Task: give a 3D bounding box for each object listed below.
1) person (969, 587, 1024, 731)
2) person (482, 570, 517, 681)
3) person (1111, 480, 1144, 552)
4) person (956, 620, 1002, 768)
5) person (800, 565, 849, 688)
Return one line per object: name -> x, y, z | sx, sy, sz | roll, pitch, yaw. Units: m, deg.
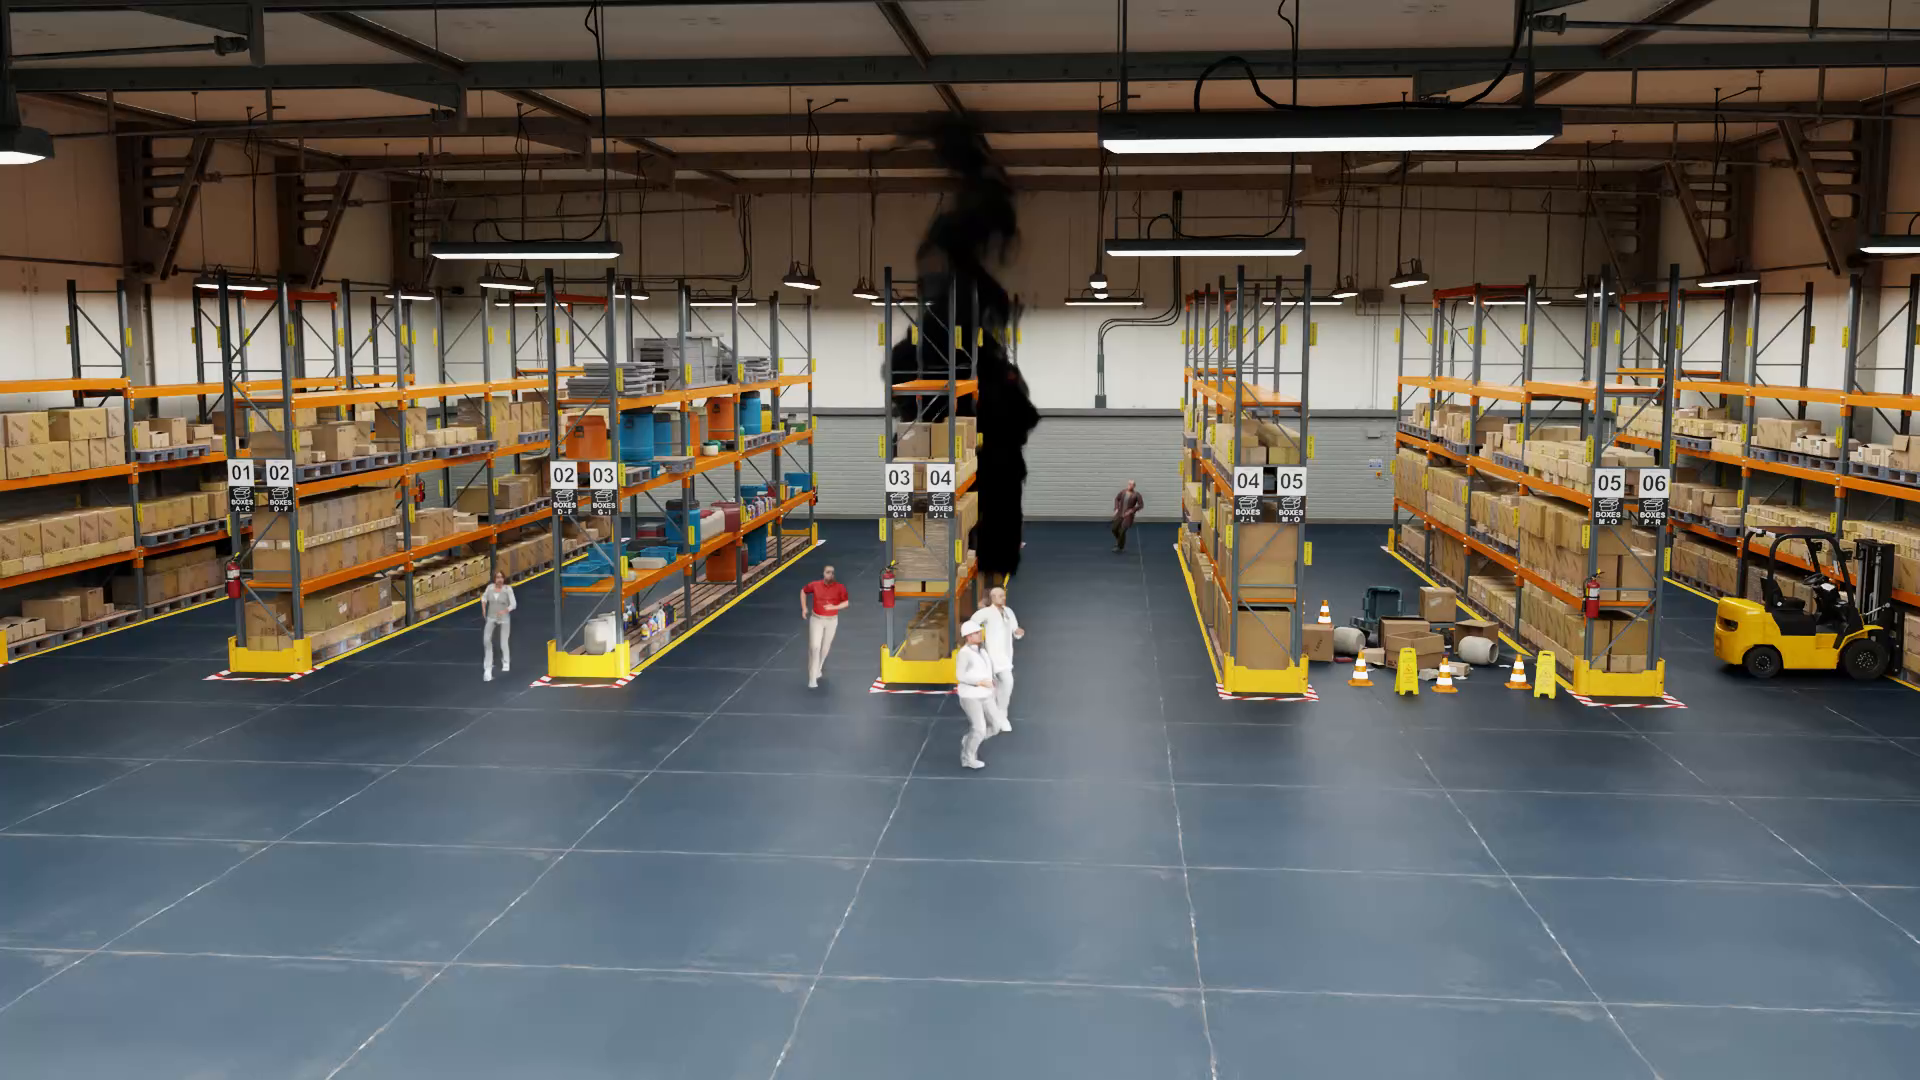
person -> 0.486, 1.532, 21.452 | 0.835, 1.834, 0.671 | 5, 9, 38
person -> -6.824, 1.238, 24.620 | 0.539, 1.614, 0.685 | 0, 7, -4
person -> 3.917, -0.561, 38.964 | 0.762, 1.691, 0.563 | 4, 8, 31
person -> 0.232, 1.798, 19.332 | 0.583, 1.725, 0.651 | 4, 8, 31
person -> -1.958, 1.243, 24.233 | 0.671, 1.777, 0.839 | -2, 7, -15
